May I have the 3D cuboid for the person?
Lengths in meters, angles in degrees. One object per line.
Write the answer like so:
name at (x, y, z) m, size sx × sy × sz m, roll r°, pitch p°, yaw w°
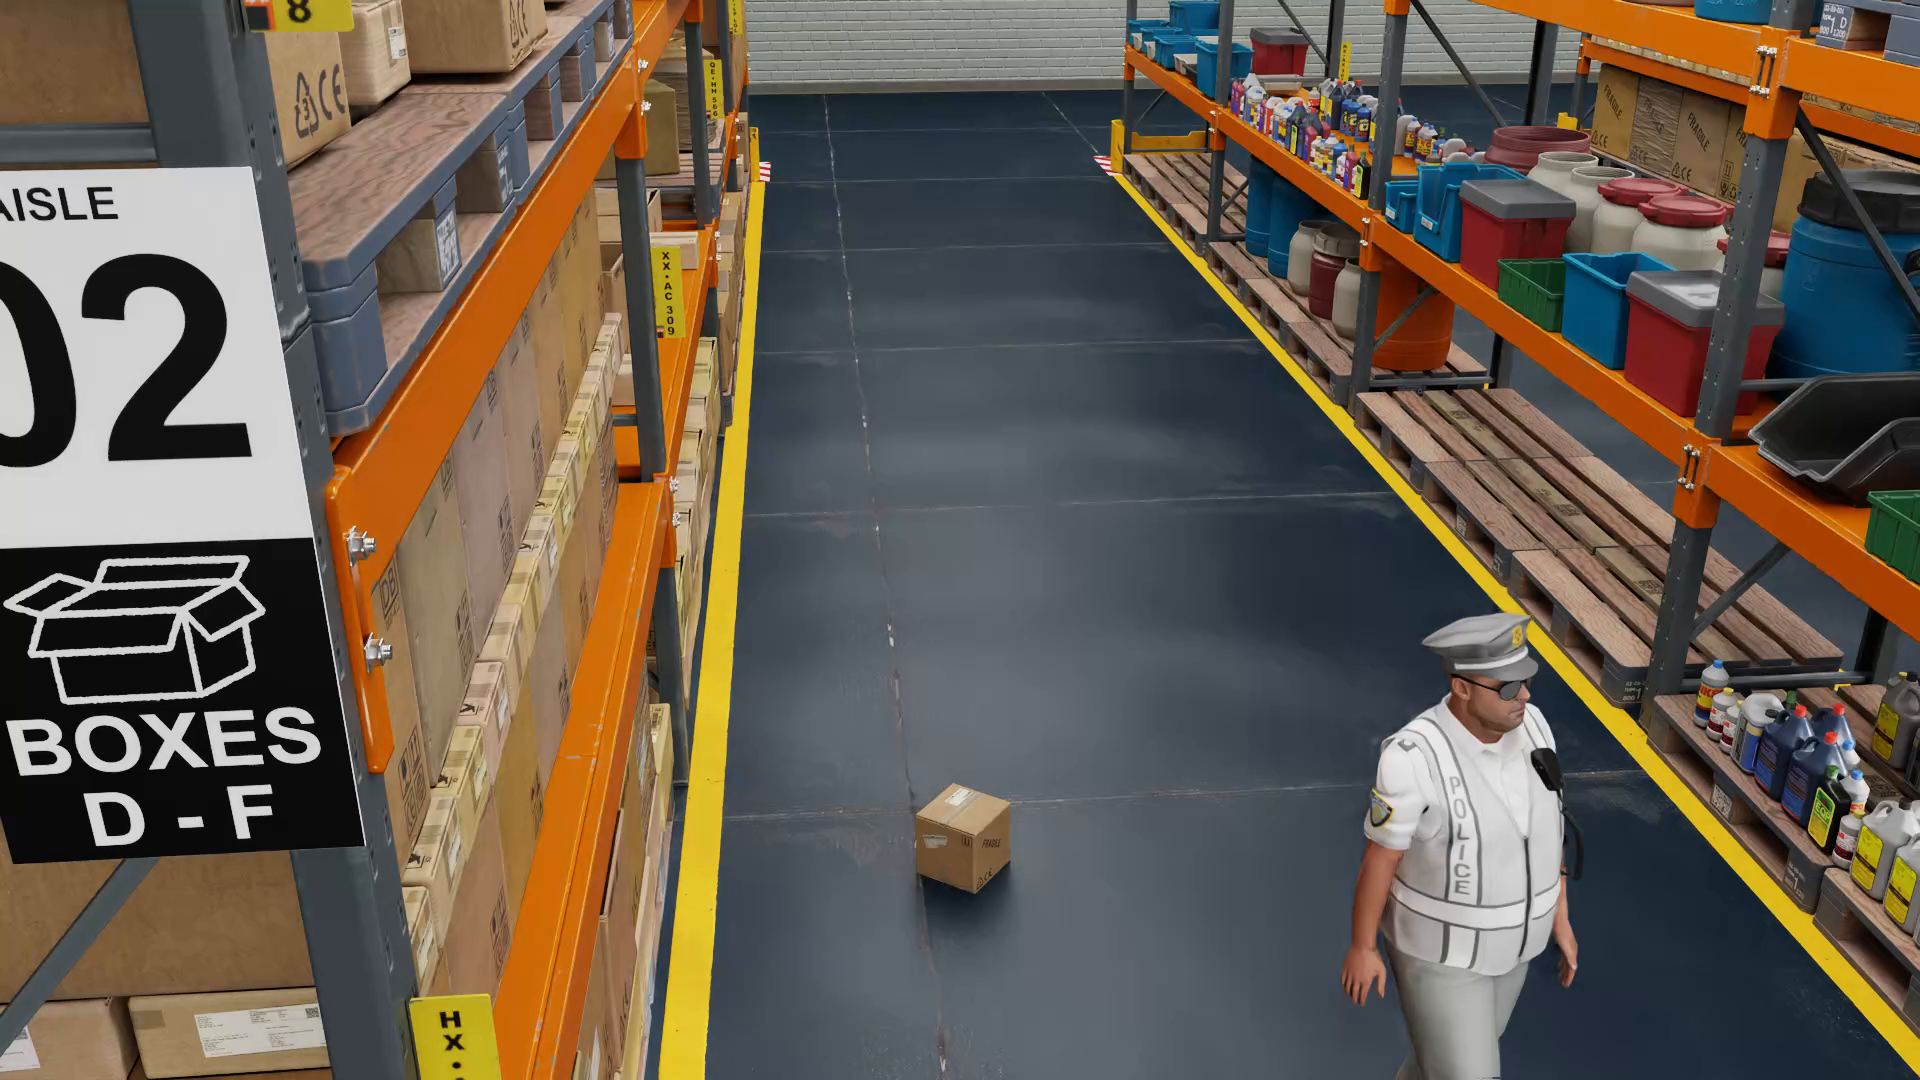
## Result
person at (1.300, 1.037, 4.228) m, size 0.576 × 1.841 × 0.518 m, roll -13°, pitch 27°, yaw -27°
